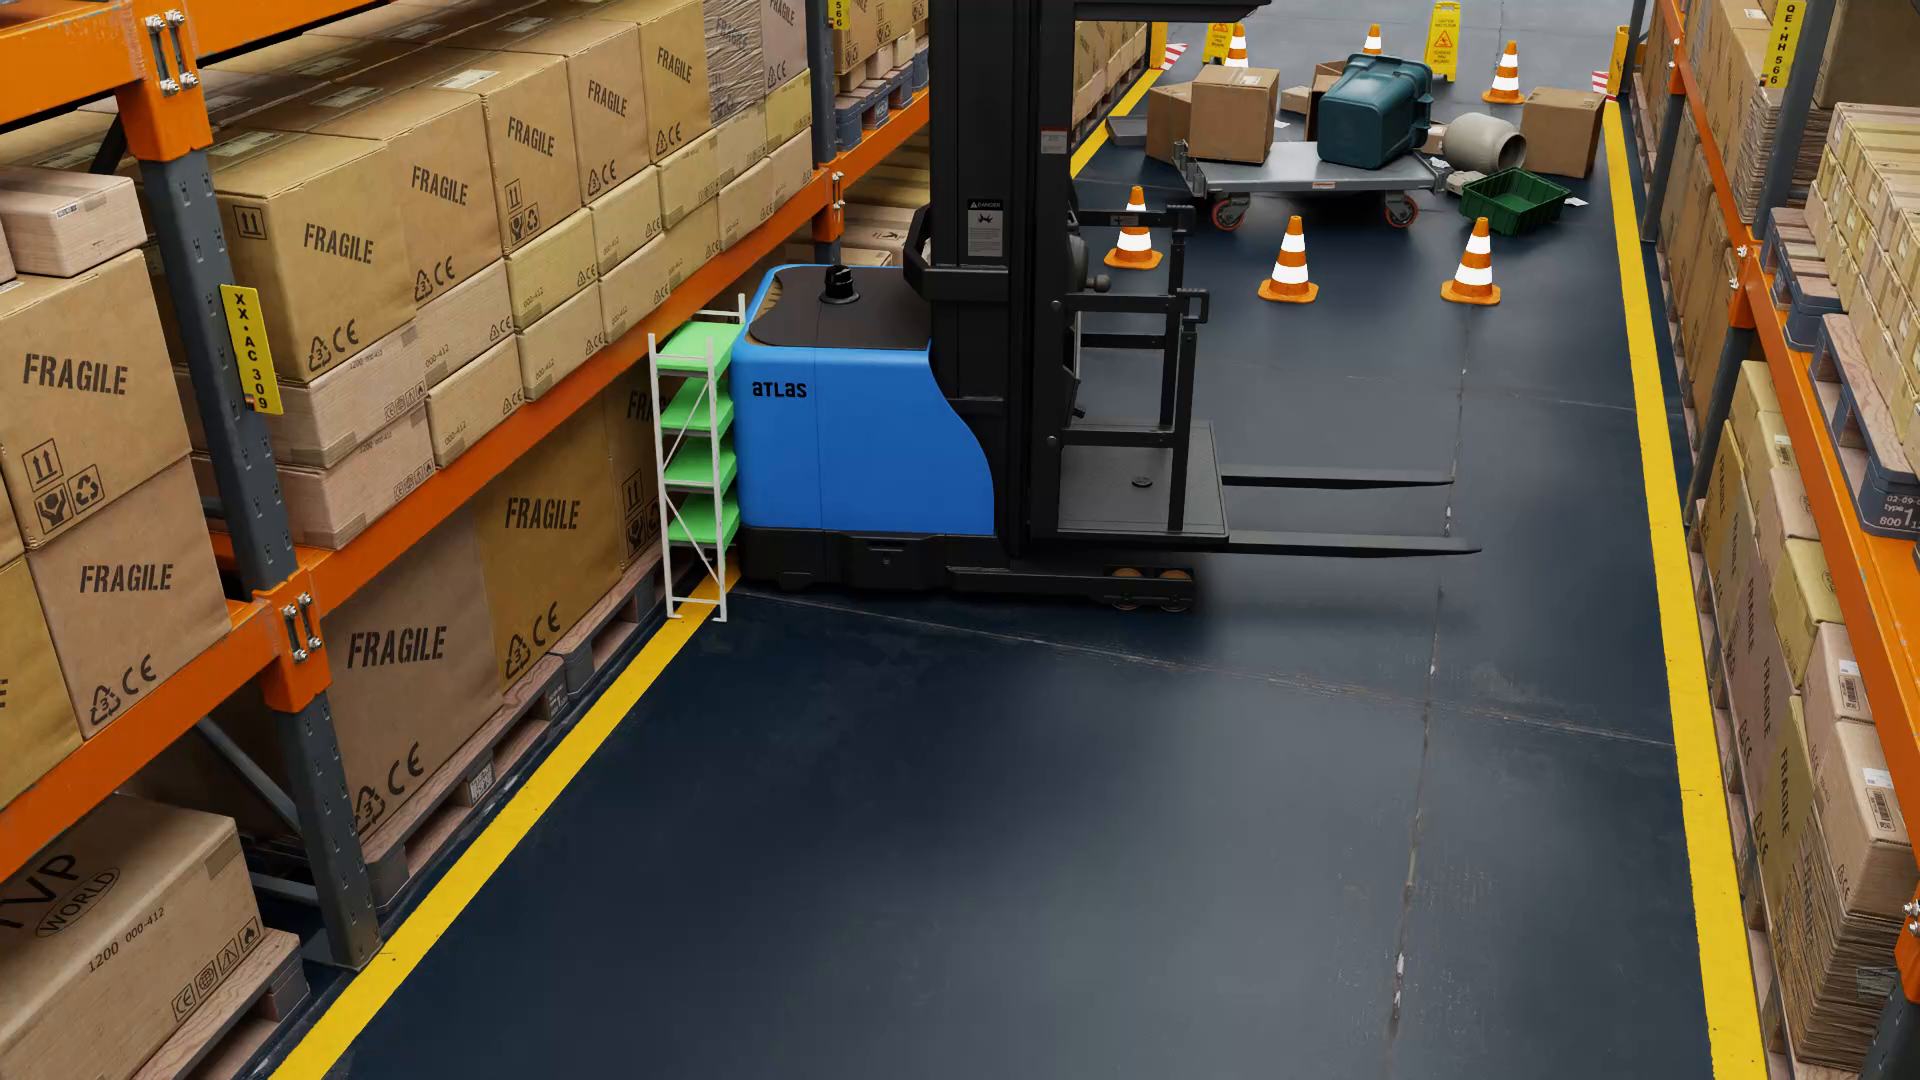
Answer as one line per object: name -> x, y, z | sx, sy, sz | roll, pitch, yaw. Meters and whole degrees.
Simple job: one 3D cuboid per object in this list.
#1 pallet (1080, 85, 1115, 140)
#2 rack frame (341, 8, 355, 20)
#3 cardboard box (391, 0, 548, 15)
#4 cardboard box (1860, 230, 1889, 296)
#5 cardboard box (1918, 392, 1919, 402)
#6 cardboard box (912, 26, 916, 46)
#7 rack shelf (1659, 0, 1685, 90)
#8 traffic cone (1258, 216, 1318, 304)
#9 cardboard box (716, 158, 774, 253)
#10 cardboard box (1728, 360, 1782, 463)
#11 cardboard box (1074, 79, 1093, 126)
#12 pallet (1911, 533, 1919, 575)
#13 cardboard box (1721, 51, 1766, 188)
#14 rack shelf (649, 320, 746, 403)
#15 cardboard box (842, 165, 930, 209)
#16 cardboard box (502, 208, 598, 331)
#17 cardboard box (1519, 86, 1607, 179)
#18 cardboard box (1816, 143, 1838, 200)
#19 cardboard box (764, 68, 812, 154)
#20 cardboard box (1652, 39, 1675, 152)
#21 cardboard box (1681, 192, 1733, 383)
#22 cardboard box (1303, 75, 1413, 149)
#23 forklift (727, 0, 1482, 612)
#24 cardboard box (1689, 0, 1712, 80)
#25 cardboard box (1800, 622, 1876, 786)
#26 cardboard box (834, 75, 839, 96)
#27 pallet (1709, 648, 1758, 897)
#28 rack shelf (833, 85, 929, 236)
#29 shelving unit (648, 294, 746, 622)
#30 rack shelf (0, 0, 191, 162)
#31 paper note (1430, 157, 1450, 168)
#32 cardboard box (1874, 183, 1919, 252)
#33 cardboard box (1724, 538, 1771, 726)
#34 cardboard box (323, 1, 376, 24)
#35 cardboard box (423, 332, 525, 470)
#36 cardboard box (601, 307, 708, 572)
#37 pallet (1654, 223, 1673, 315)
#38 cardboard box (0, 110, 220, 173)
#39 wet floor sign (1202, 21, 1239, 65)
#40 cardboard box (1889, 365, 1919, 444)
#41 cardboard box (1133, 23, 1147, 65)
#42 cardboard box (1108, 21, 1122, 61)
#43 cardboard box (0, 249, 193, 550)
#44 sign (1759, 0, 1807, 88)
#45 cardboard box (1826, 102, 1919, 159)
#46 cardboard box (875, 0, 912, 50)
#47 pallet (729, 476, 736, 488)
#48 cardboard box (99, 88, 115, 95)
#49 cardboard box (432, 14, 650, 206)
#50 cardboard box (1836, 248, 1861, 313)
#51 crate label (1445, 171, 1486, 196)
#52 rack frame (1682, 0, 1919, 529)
pallet -> 0.628, -3.507, 13.338 | 1.003, 0.211, 1.213 | 8, 30, 15
rack frame -> -4.638, -4.546, 12.337 | 1.000, 3.000, 0.127 | 8, 30, 15
cardboard box -> -1.747, -1.797, 6.264 | 0.500, 0.500, 0.500 | 9, 30, 16
cardboard box -> 3.062, -0.846, 5.205 | 0.380, 0.149, 0.250 | 9, 30, 15
cardboard box -> 2.756, -0.366, 4.342 | 0.380, 0.149, 0.250 | 7, 30, 12
cardboard box -> -0.456, -2.674, 8.799 | 0.380, 0.149, 0.250 | 10, 31, 18
rack shelf -> 5.457, -3.796, 11.728 | 1.077, 0.370, 4.000 | 8, 30, 15
traffic cone -> 1.954, -1.678, 9.790 | 0.336, 0.463, 0.334 | 8, 30, 15
cardboard box -> -1.101, -1.404, 6.842 | 0.500, 0.250, 0.500 | 9, 30, 16
cardboard box -> 3.262, -0.455, 6.350 | 0.500, 0.250, 0.500 | 7, 30, 13
cardboard box -> 0.686, -3.307, 12.506 | 0.500, 0.250, 0.500 | 10, 31, 18
pallet -> 2.886, 0.287, 3.847 | 1.003, 0.211, 1.213 | 8, 30, 15
cardboard box -> 3.719, -1.845, 7.377 | 0.500, 0.500, 0.500 | 8, 30, 15
rack shelf -> -1.000, -0.696, 6.399 | 0.258, 0.148, 0.480 | 4, 28, 6
cardboard box -> -0.453, -1.973, 9.982 | 0.950, 0.372, 0.625 | 10, 30, 17
cardboard box -> -1.541, -0.916, 5.452 | 0.500, 0.250, 0.500 | 9, 30, 16
cardboard box -> 4.345, -2.957, 12.049 | 0.500, 0.500, 0.500 | 14, 32, 23
cardboard box -> 3.362, -1.329, 6.075 | 0.380, 0.149, 0.250 | 10, 31, 17
cardboard box -> -0.965, -1.873, 7.171 | 0.500, 0.250, 0.500 | 8, 30, 15
cardboard box -> 5.383, -3.137, 11.558 | 0.875, 0.875, 0.875 | 9, 30, 15
cardboard box -> 4.214, -1.199, 8.202 | 1.050, 0.750, 0.750 | 9, 30, 16
cardboard box -> 2.921, -3.054, 12.082 | 0.797, 0.637, 0.503 | 8, 30, 15
forklift -> 0.624, -1.259, 6.498 | 3.031, 2.935, 1.130 | 2, 29, 4
cardboard box -> 4.311, -2.784, 9.065 | 0.500, 0.500, 0.500 | 9, 30, 15
cardboard box -> 2.663, 0.499, 4.635 | 0.500, 0.250, 0.500 | 10, 31, 17
cardboard box -> -0.792, -2.179, 7.908 | 0.380, 0.149, 0.250 | 7, 30, 12
pallet -> 3.105, 0.825, 5.550 | 1.003, 0.211, 1.213 | 8, 30, 15
rack shelf -> -0.478, -2.596, 9.571 | 1.077, 0.370, 4.000 | 8, 30, 15
shelving unit -> -1.009, -0.328, 6.592 | 0.258, 1.200, 0.503 | 4, 28, 6
rack shelf -> -2.827, -0.189, 2.159 | 1.077, 0.370, 4.000 | 8, 30, 15
paper note -> 3.520, -2.772, 12.209 | 0.172, 0.023, 0.155 | 20, 35, 32
cardboard box -> 3.067, -0.981, 5.142 | 0.380, 0.149, 0.250 | 10, 31, 17
cardboard box -> 2.954, 0.353, 5.669 | 0.500, 0.500, 0.500 | 8, 30, 14
cardboard box -> -4.678, -4.222, 13.121 | 0.500, 0.250, 0.500 | 9, 30, 16
cardboard box -> -1.708, -0.464, 5.153 | 0.500, 0.250, 0.500 | 8, 30, 14
cardboard box -> -1.613, -0.513, 6.840 | 0.875, 0.875, 0.875 | 9, 30, 15
pallet -> 4.716, -1.593, 9.896 | 1.003, 0.211, 1.213 | 8, 30, 15
cardboard box -> -2.348, -0.846, 4.554 | 0.500, 0.500, 0.500 | 9, 30, 16
wet floor sign -> 2.361, -4.606, 14.865 | 0.267, 0.644, 0.232 | 20, 35, 32
cardboard box -> 2.829, -0.355, 4.629 | 0.380, 0.149, 0.250 | 10, 31, 17
cardboard box -> 1.296, -4.256, 14.211 | 0.500, 0.250, 0.500 | 8, 30, 15
cardboard box -> 0.992, -4.122, 13.200 | 0.500, 0.500, 0.500 | 8, 30, 14
cardboard box -> -2.114, -0.344, 3.652 | 0.500, 0.500, 0.500 | 8, 30, 14
sign -> 3.165, -1.905, 6.398 | 0.100, 0.325, 0.005 | 8, 30, 15
cardboard box -> 3.374, -1.466, 6.015 | 0.380, 0.149, 0.250 | 9, 30, 15
cardboard box -> -0.566, -2.758, 8.281 | 0.500, 0.500, 0.500 | 10, 31, 17
pallet -> -1.369, -0.407, 7.764 | 1.003, 0.211, 1.213 | 8, 30, 15
cardboard box -> -5.234, -2.739, 11.099 | 0.875, 0.625, 0.625 | 7, 30, 13
cardboard box -> -1.417, -1.480, 5.694 | 0.500, 0.500, 0.500 | 8, 30, 14
cardboard box -> 3.137, -0.840, 5.502 | 0.380, 0.149, 0.250 | 10, 31, 17
crate label -> 3.535, -2.469, 11.547 | 0.298, 0.136, 0.250 | -12, 31, -20
rack frame -> 3.696, -1.322, 6.540 | 1.000, 3.000, 0.127 | 8, 30, 15
